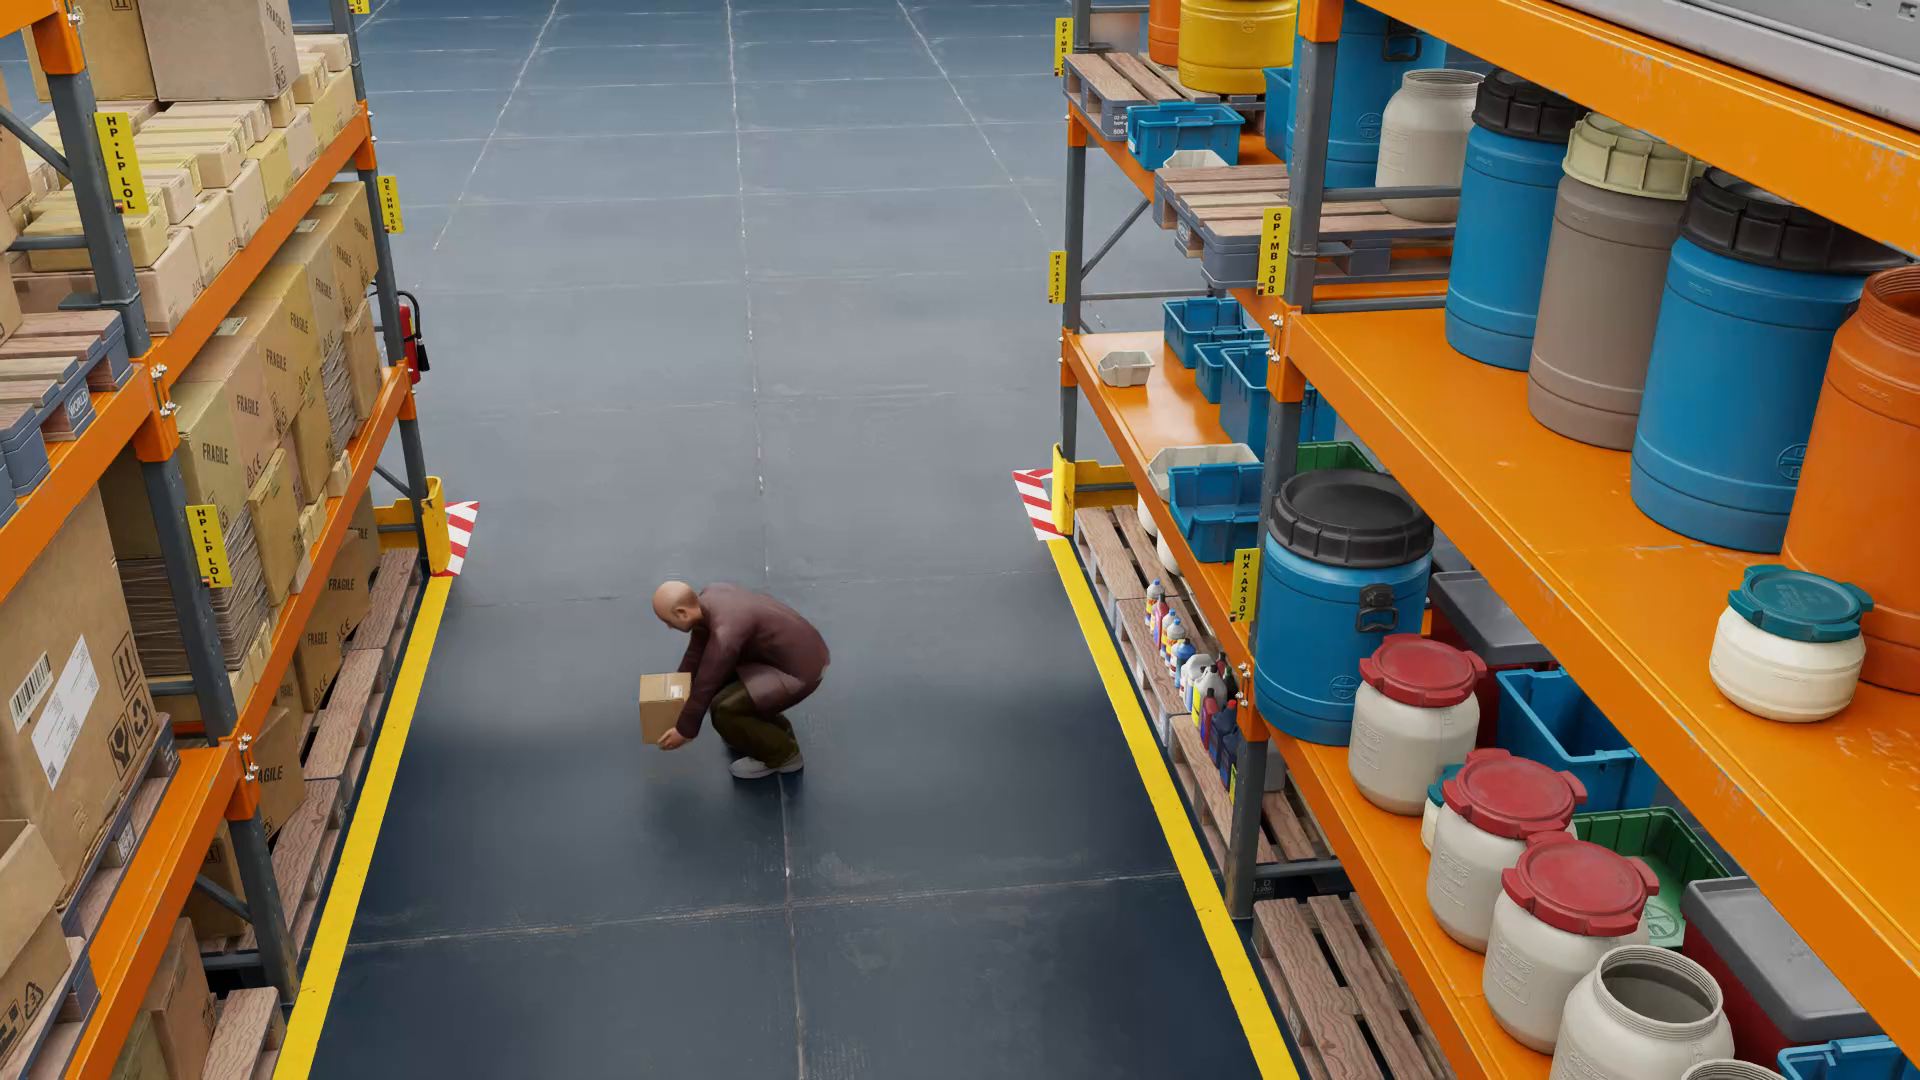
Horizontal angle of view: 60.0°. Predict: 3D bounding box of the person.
[{"bbox_3d":[-1.077,0.640,8.161,0.884,1.063,0.609,-3,27,-6],"label":"person"}]
